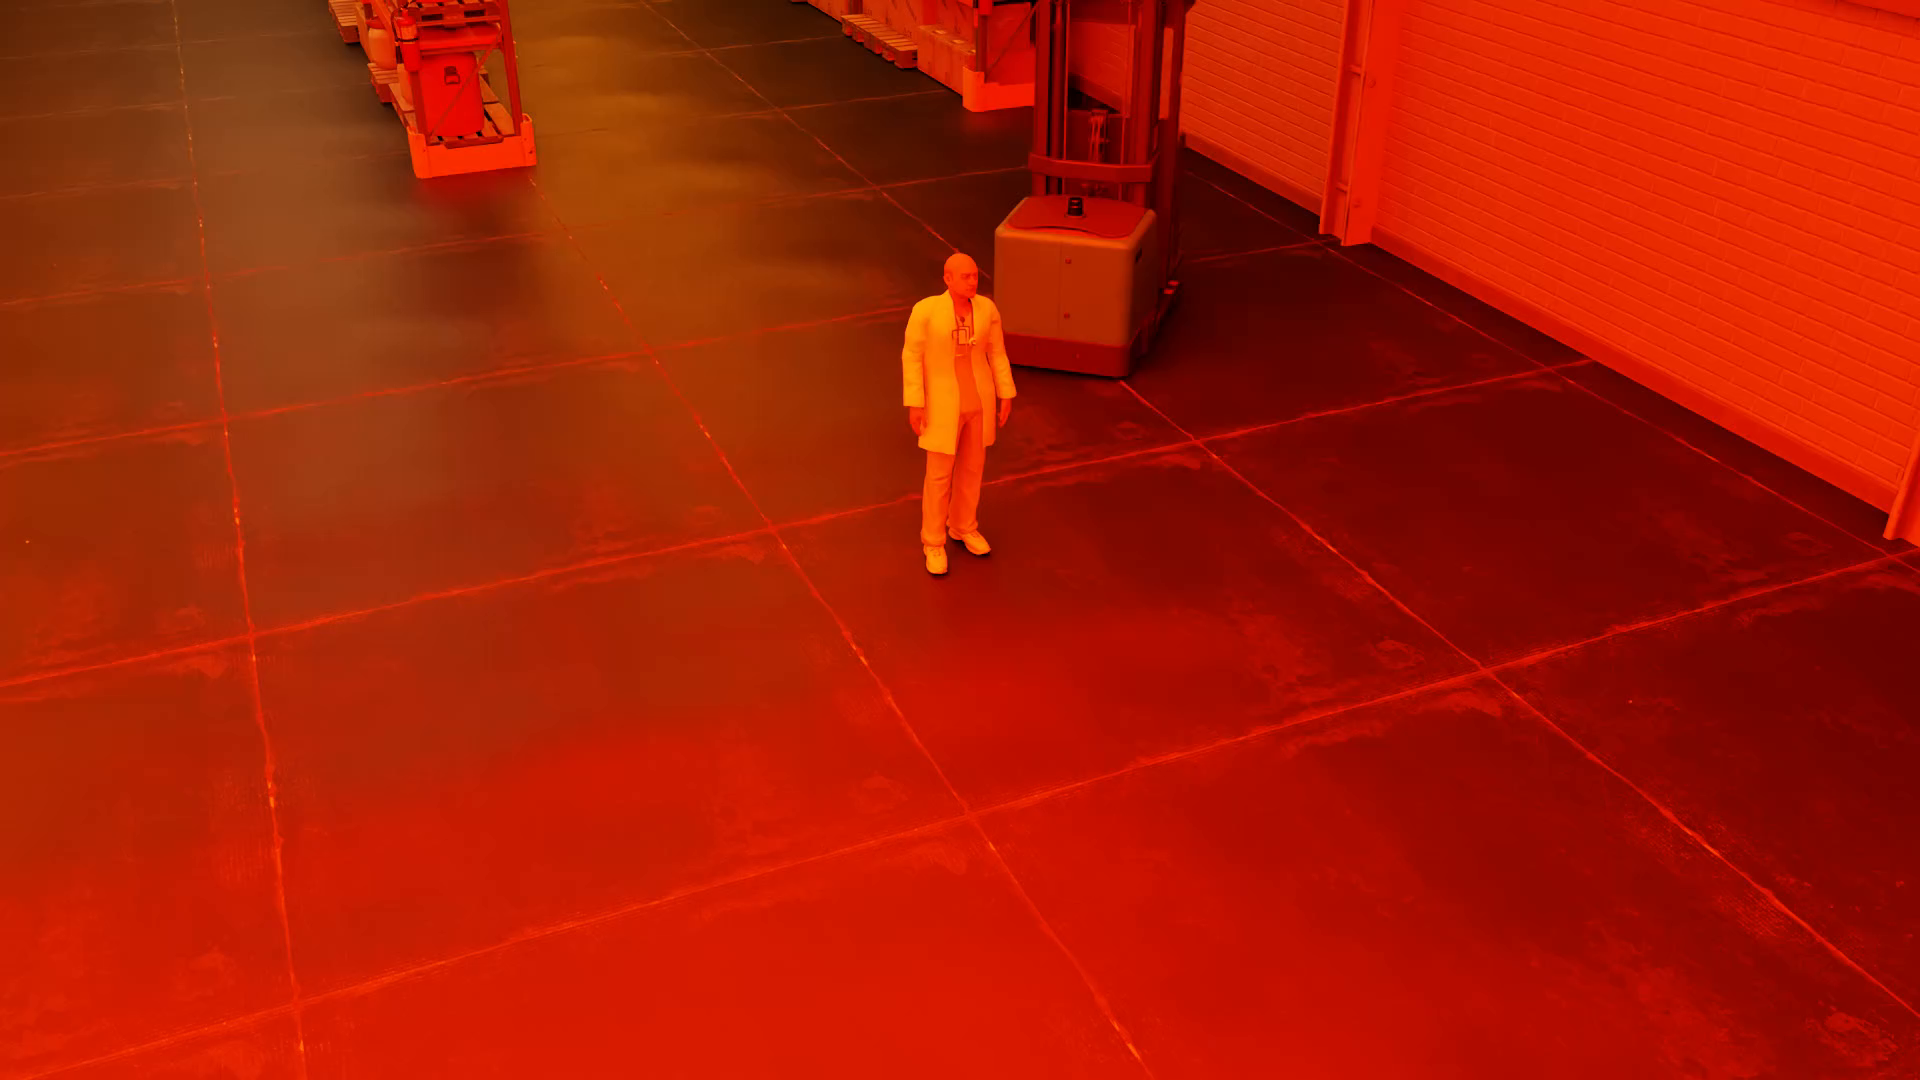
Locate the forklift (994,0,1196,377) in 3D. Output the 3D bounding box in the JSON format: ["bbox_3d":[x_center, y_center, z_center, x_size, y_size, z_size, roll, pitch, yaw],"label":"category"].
[{"bbox_3d":[1.163,-3.164,12.654,1.130,2.935,3.031,9,31,15],"label":"forklift"}]

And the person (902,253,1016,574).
[{"bbox_3d":[0.033,-0.735,9.554,0.696,1.777,0.578,-12,32,-20],"label":"person"}]
